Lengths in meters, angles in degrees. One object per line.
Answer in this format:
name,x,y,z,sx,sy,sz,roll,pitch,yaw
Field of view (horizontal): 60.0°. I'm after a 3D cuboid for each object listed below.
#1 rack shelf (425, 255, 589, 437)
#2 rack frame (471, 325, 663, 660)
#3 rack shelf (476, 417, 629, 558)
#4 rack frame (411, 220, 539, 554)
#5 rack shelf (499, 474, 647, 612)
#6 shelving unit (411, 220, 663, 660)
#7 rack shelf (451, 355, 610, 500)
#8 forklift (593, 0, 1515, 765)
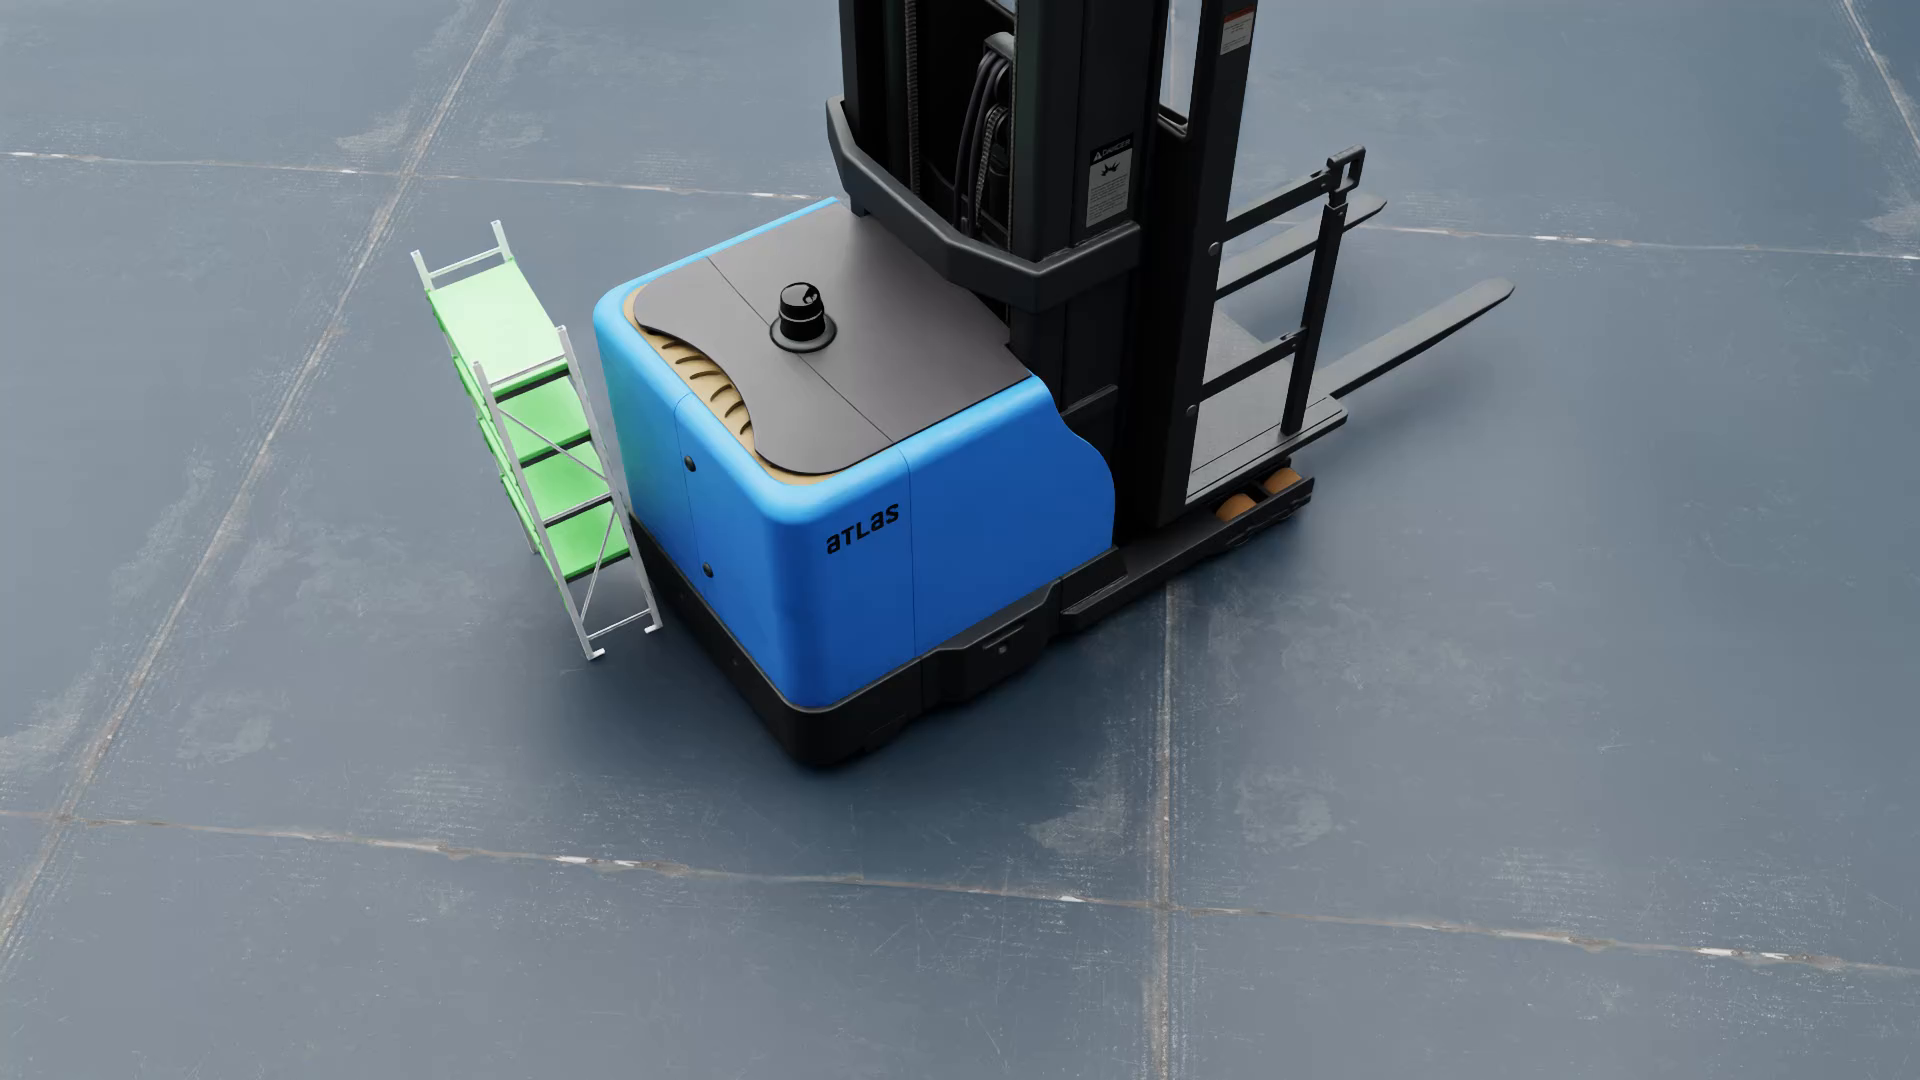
rack shelf,-1.183,-0.512,4.330,0.258,0.148,0.480,-25,52,-16
rack frame,-1.036,-0.085,4.503,0.240,1.200,0.015,-25,52,-16
rack shelf,-1.152,-0.201,4.695,0.258,0.148,0.480,-25,52,-16
rack frame,-1.276,-0.399,4.790,0.240,1.200,0.015,-25,52,-16
rack shelf,-1.137,-0.046,4.877,0.258,0.148,0.480,-25,52,-16
shelving unit,-1.156,-0.242,4.647,0.258,1.200,0.503,-25,52,-16
rack shelf,-1.167,-0.356,4.513,0.258,0.148,0.480,-25,52,-16
forklift,0.503,-1.259,4.416,3.031,2.935,1.130,-28,54,-23
